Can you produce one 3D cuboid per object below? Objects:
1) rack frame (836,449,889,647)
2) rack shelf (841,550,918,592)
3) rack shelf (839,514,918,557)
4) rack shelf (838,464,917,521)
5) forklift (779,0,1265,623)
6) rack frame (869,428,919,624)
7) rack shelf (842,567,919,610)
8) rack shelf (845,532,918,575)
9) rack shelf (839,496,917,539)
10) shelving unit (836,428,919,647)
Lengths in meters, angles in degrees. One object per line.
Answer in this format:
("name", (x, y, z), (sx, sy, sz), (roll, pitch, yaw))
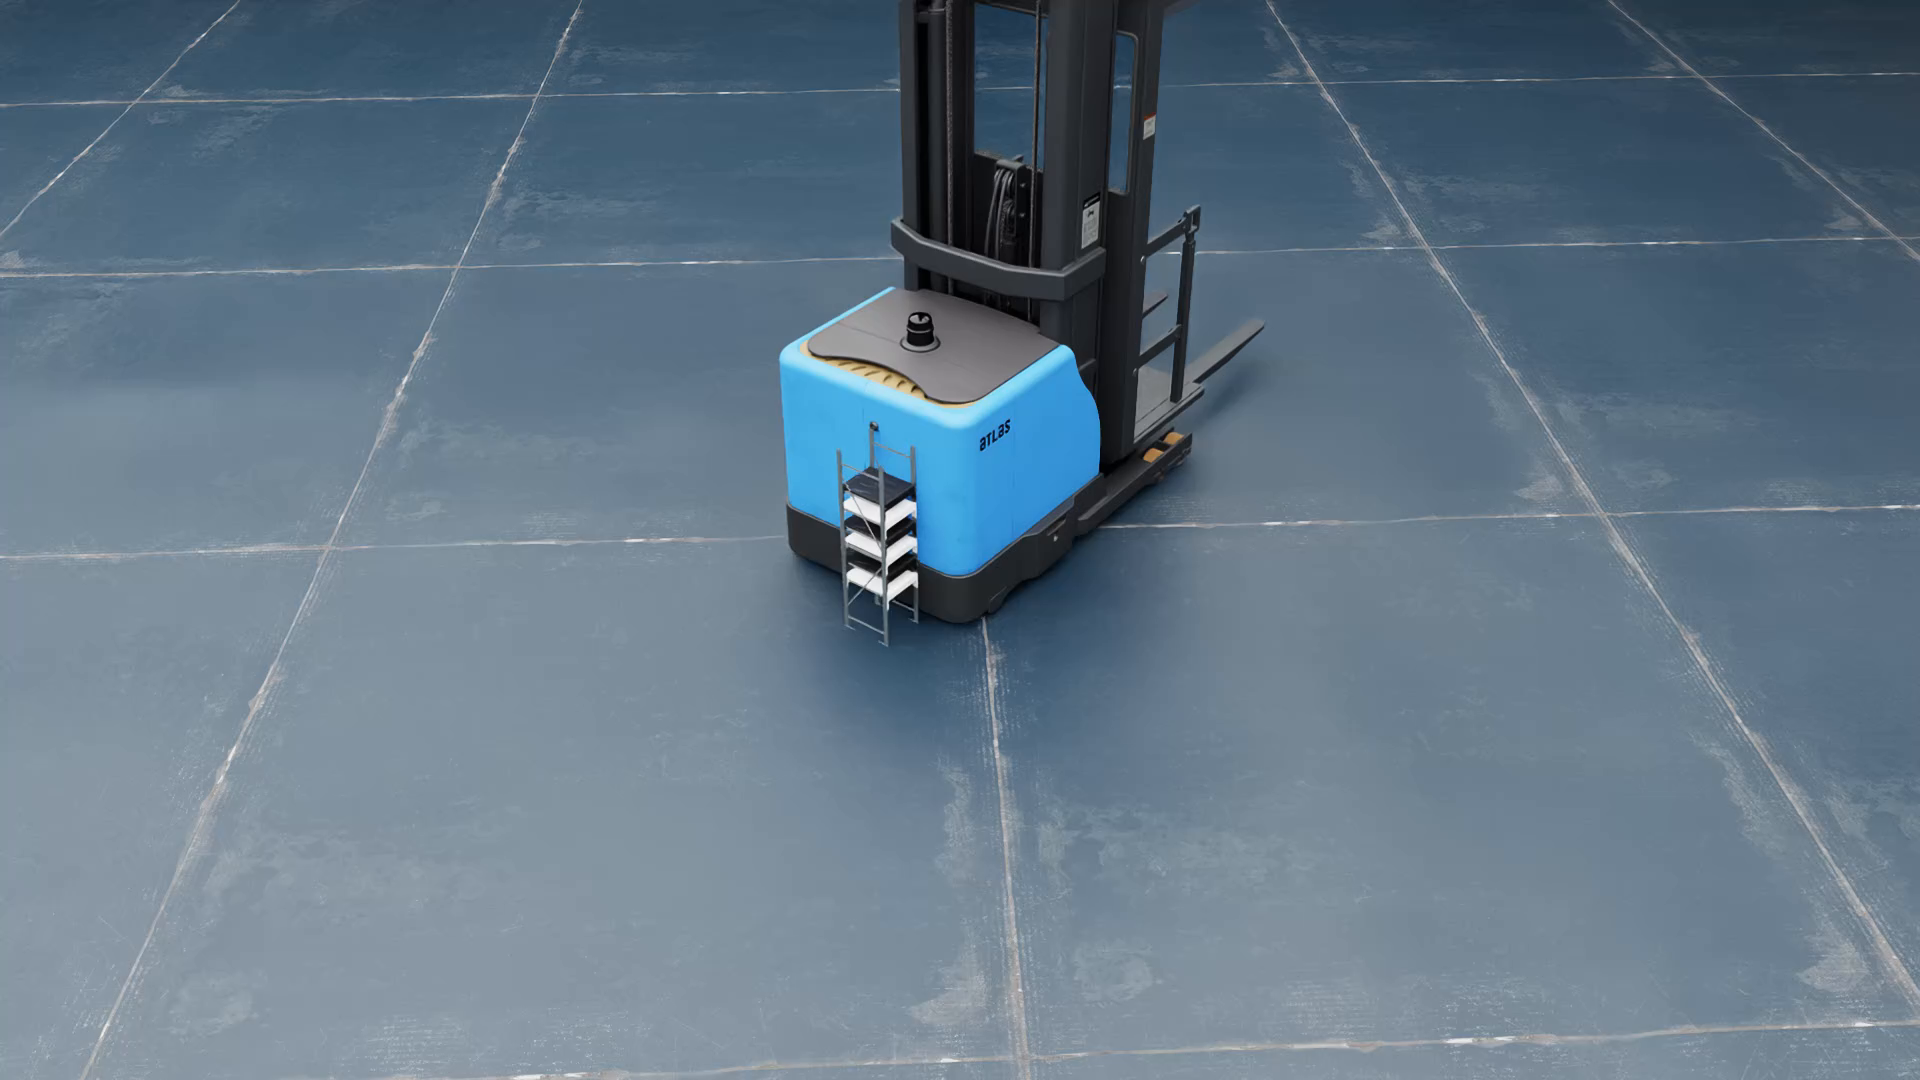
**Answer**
("rack frame", (-0.400, 0.045, 6.895), (0.240, 0.900, 0.006), (23, 41, 30))
("rack shelf", (-0.339, 0.100, 7.032), (0.258, 0.077, 0.200), (23, 41, 30))
("rack shelf", (-0.339, -0.048, 6.929), (0.258, 0.077, 0.200), (23, 41, 30))
("rack shelf", (-0.339, -0.196, 6.827), (0.258, 0.077, 0.200), (23, 41, 30))
("forklift", (0.499, -1.636, 7.538), (1.130, 2.935, 3.031), (23, 41, 29))
("rack frame", (-0.278, -0.048, 7.028), (0.240, 0.900, 0.006), (23, 41, 30))
("rack shelf", (-0.339, 0.174, 7.083), (0.258, 0.077, 0.200), (23, 41, 30))
("rack shelf", (-0.339, 0.026, 6.980), (0.258, 0.077, 0.200), (23, 41, 30))
("rack shelf", (-0.339, -0.122, 6.878), (0.258, 0.077, 0.200), (23, 41, 30))
("shelving unit", (-0.339, -0.002, 6.962), (0.258, 0.900, 0.210), (23, 41, 30))
